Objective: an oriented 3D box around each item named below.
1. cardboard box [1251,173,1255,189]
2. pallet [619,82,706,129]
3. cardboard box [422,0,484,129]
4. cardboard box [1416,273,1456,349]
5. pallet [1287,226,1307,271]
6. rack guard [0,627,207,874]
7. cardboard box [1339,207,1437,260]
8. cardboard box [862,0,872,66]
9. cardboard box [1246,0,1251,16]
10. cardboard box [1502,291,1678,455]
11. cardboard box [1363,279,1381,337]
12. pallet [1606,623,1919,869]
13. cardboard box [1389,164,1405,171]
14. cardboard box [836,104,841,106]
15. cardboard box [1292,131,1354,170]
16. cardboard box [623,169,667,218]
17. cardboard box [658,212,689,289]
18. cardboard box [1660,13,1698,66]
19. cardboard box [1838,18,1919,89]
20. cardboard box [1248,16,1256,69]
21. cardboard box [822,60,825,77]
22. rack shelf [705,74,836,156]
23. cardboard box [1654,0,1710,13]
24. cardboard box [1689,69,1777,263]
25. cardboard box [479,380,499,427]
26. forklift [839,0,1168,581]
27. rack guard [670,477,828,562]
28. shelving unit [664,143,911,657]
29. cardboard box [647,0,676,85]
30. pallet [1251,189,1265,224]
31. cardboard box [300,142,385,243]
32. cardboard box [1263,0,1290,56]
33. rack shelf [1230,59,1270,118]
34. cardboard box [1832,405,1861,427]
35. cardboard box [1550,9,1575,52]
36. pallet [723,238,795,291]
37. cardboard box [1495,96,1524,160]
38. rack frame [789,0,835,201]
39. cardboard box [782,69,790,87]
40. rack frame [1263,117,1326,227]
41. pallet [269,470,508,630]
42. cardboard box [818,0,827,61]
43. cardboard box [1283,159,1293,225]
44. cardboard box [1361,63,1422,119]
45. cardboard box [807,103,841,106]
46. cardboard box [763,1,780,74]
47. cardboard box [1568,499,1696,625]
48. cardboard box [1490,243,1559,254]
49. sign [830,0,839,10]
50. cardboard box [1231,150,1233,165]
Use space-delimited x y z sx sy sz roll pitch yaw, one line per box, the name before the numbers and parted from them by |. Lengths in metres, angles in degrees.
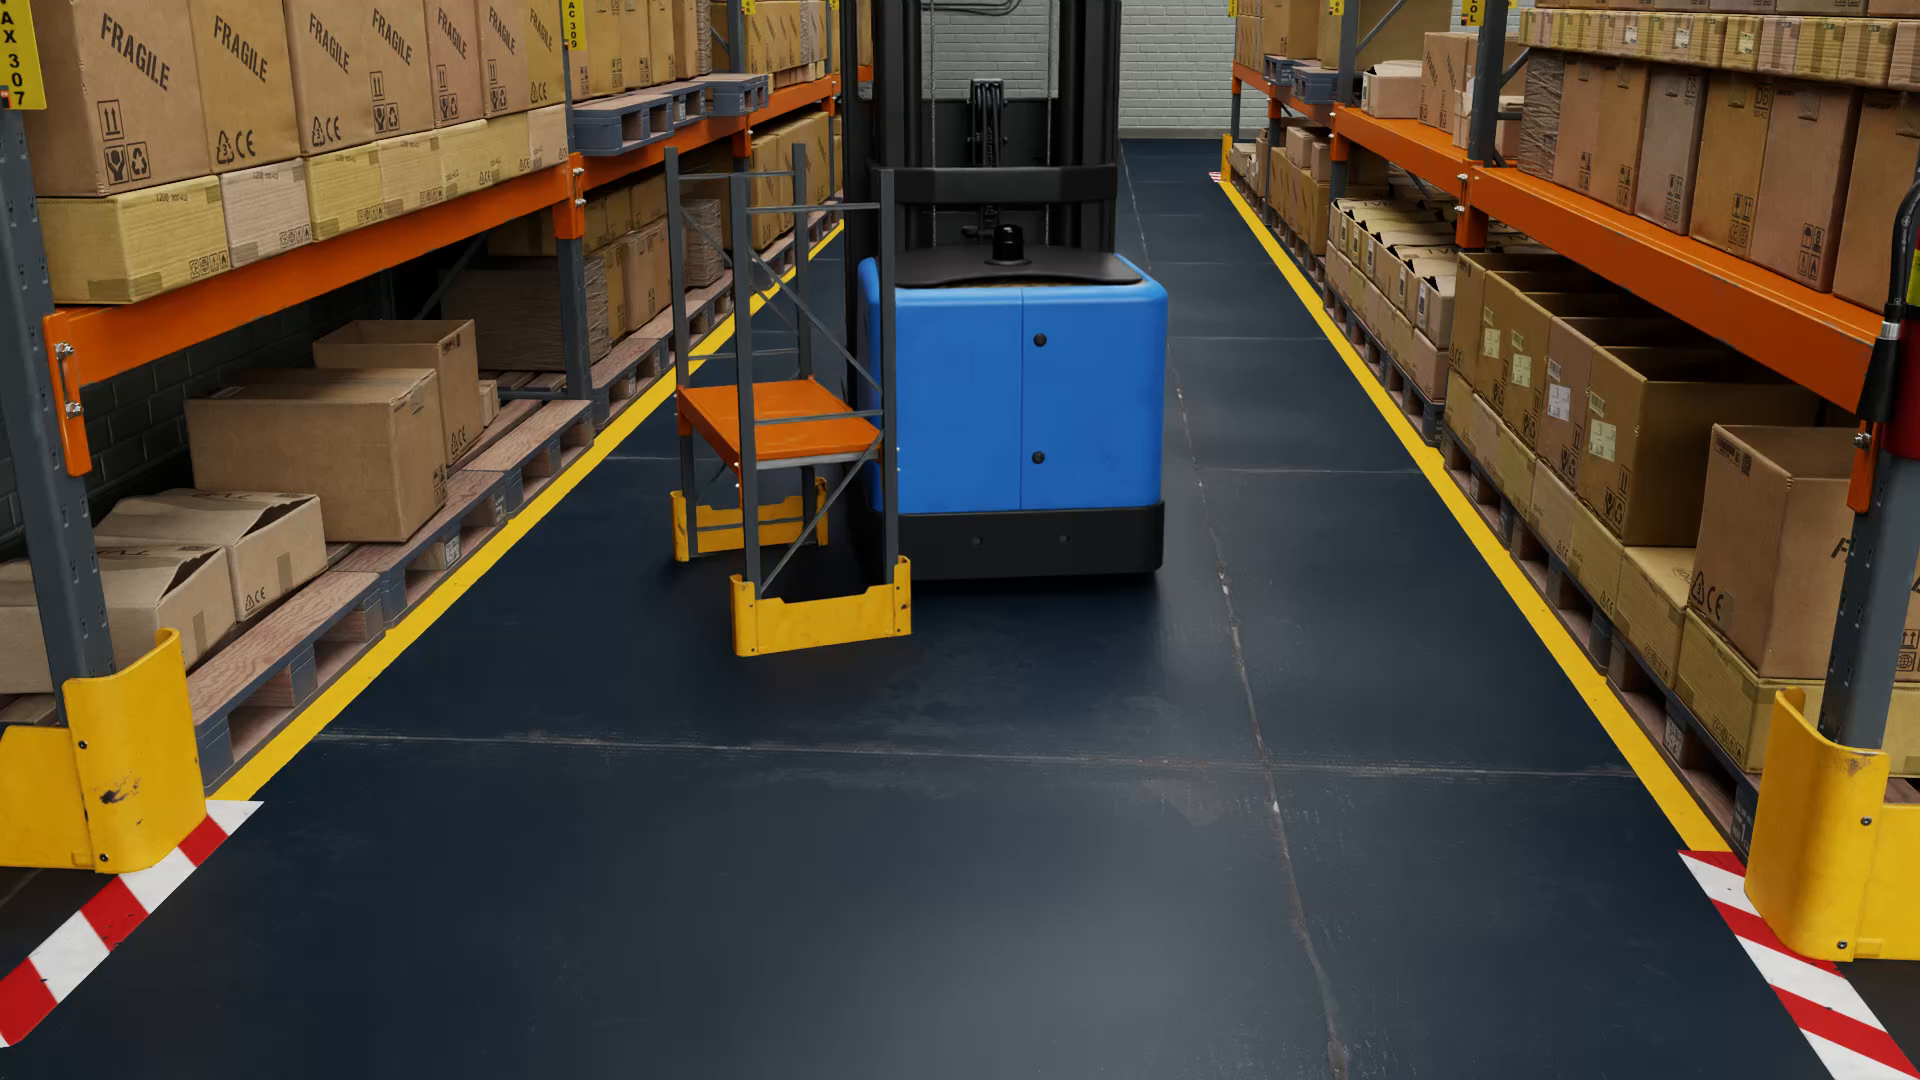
cardboard box | 3.002 -3.441 15.978 0.380 0.149 0.250 1 18 4
pallet | -2.052 -2.446 9.377 1.003 0.211 1.213 1 18 4
cardboard box | -2.040 -1.740 5.919 0.500 0.500 0.500 1 18 2
cardboard box | 2.446 -1.092 7.780 0.500 0.311 0.500 1 18 4
pallet | 3.171 -2.327 13.185 1.003 0.211 1.213 1 18 4
rack guard | -2.519 0.496 4.105 1.175 0.500 0.348 1 18 4
cardboard box | 2.630 -1.883 10.193 0.500 0.311 0.500 1 18 3
cardboard box | -1.445 -5.395 17.588 0.980 0.700 0.700 1 18 3
cardboard box | 3.198 -5.601 16.931 0.500 0.500 0.500 2 18 5
cardboard box | 2.286 -0.602 5.981 0.500 0.500 0.500 1 18 4
cardboard box | 2.556 -1.303 9.323 0.500 0.250 0.500 2 18 5
pallet | 2.429 0.528 4.472 1.003 0.211 1.213 1 18 4
cardboard box | 3.413 -2.680 13.092 0.500 0.500 0.500 1 18 2
cardboard box | -1.156 -4.693 18.228 0.380 0.149 0.250 1 18 3
cardboard box | 2.892 -3.052 13.023 0.500 0.250 0.500 1 18 3
cardboard box | -2.054 -2.130 10.208 0.500 0.250 0.500 2 18 5
cardboard box | -2.104 -1.791 10.381 0.700 0.500 0.500 1 18 4
cardboard box | 2.363 -1.519 5.039 0.380 0.149 0.250 1 18 3
cardboard box | 2.271 -1.118 3.817 0.380 0.149 0.250 2 18 5
cardboard box | 3.161 -4.972 16.618 0.500 0.500 0.500 2 18 5
cardboard box | -1.406 -4.174 14.714 0.380 0.149 0.250 1 18 4
rack shelf | -1.808 -3.432 13.234 1.077 0.370 4.000 1 18 4
cardboard box | 2.570 -1.859 5.035 0.700 0.500 0.500 1 18 4
cardboard box | 2.537 -1.068 4.704 0.700 0.500 0.500 1 18 4
cardboard box | -2.246 -0.606 7.299 0.380 0.166 0.250 -1 18 -3
forklift | 0.051 -1.664 6.793 1.130 2.935 3.031 -2 18 -6
rack guard | -0.788 -0.080 6.264 0.587 0.250 0.087 -7 19 -19
shelving unit | -0.617 -0.528 5.626 0.587 1.500 1.083 -7 19 -19
cardboard box | -2.042 -2.875 9.514 0.700 0.500 0.500 1 18 4
pallet | 3.327 -3.173 15.769 1.003 0.211 1.213 1 18 4
cardboard box | -2.108 -1.070 5.080 0.500 0.250 0.500 1 18 3
cardboard box | 3.020 -4.390 14.169 0.700 0.500 0.500 -5 19 -15
rack shelf | 3.420 -4.565 16.692 1.077 0.370 4.000 1 18 4
cardboard box | 2.711 -0.125 4.523 0.500 0.500 0.500 1 18 4
cardboard box | 2.456 -1.919 6.260 0.380 0.149 0.250 1 18 2
pallet | -1.820 -2.070 12.403 1.003 0.211 1.213 1 18 4
cardboard box | 2.695 -1.883 7.594 0.500 0.250 0.500 2 18 7
rack frame | -1.665 -4.395 15.018 1.000 3.000 0.127 1 18 4
cardboard box | -1.572 -3.698 13.262 0.380 0.149 0.250 2 18 6
rack frame | 3.277 -4.285 14.684 1.000 3.000 0.127 1 18 4
pallet | -2.336 0.004 6.071 1.003 0.211 1.213 1 18 4
cardboard box | -1.446 -4.444 14.498 0.500 0.500 0.500 1 18 3
cardboard box | 2.929 -2.841 13.583 0.500 0.500 0.500 2 18 5
cardboard box | 2.733 -2.727 10.072 0.500 0.311 0.500 1 18 3
cardboard box | -1.519 -4.781 18.494 0.380 0.149 0.250 1 18 4
cardboard box | -1.614 -3.658 12.100 0.500 0.500 0.500 2 18 6
cardboard box | 2.218 0.065 5.150 0.500 0.250 0.500 1 18 4
cardboard box | 3.058 -1.399 8.716 0.500 0.311 0.500 1 18 2
sign | -1.123 -4.898 14.822 0.100 0.325 0.005 1 18 4
cardboard box | 3.173 -4.190 18.237 0.380 0.166 0.250 1 18 4
